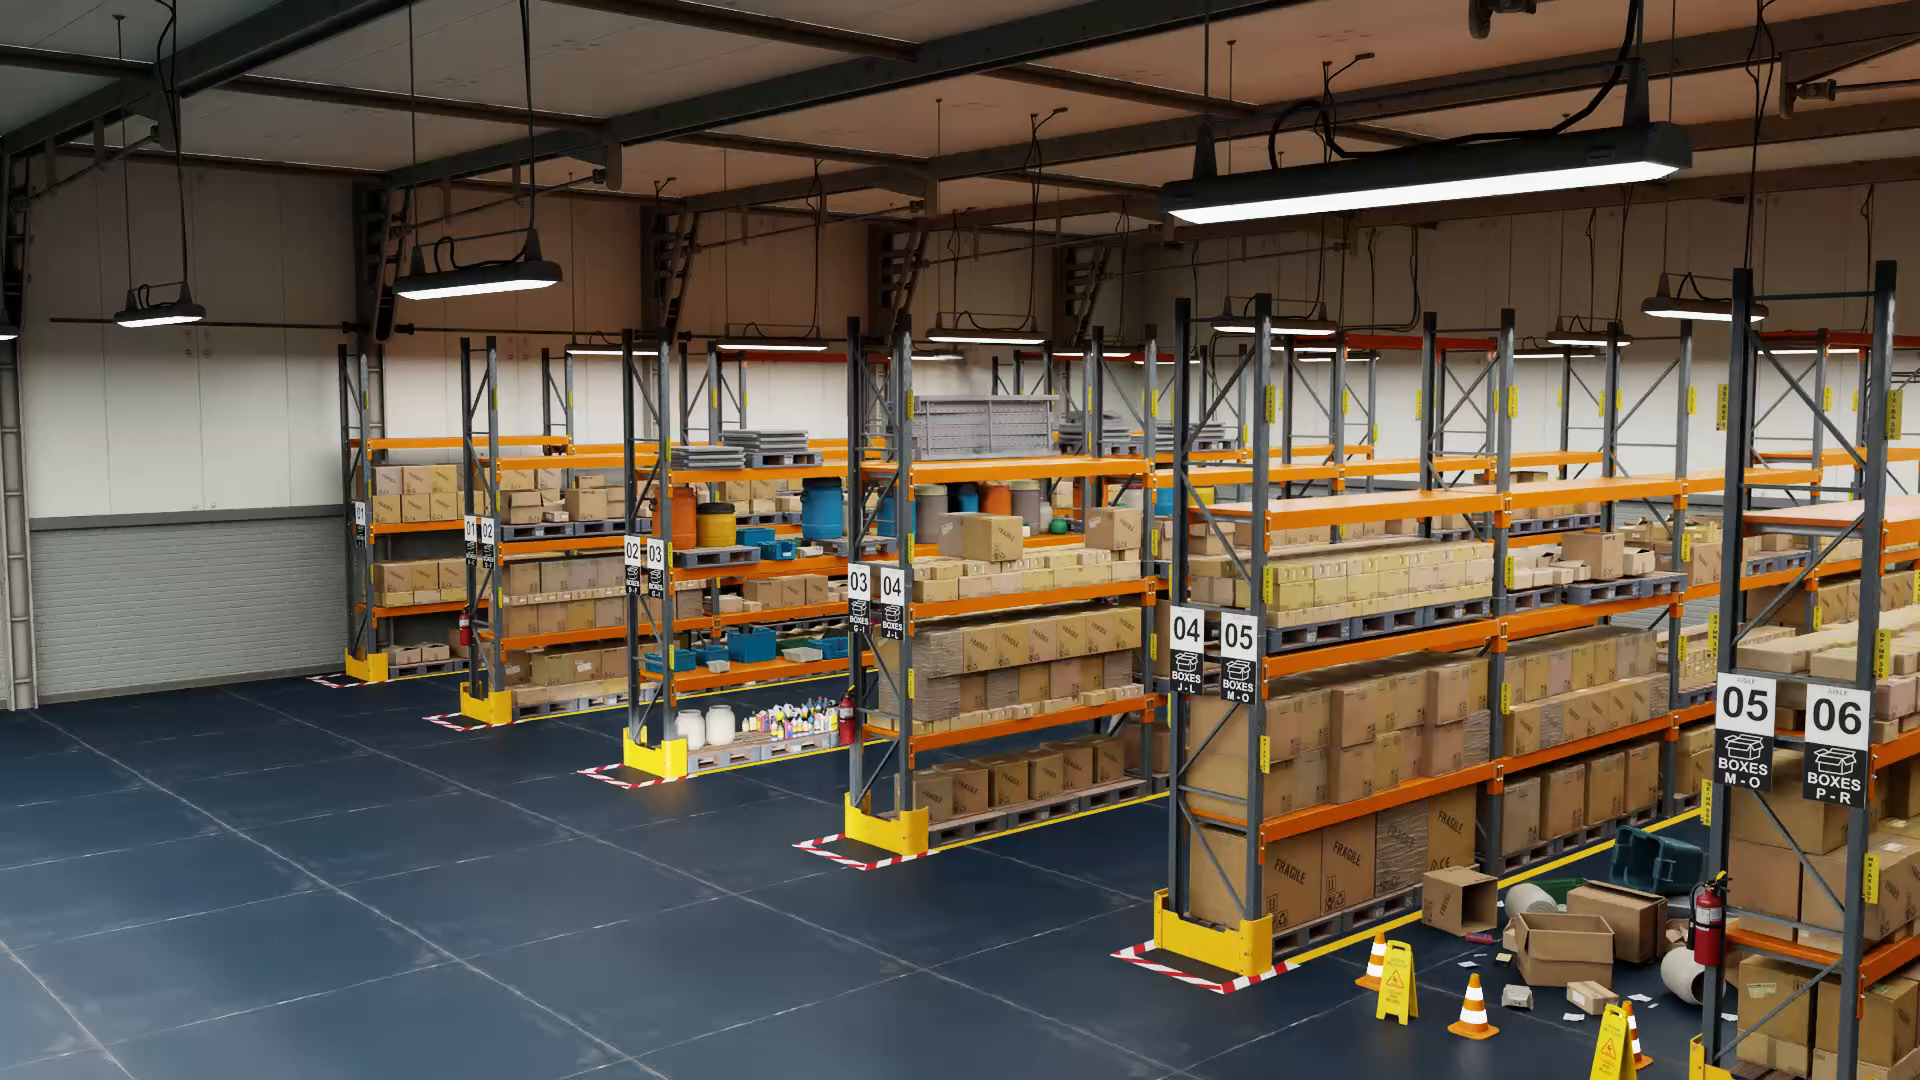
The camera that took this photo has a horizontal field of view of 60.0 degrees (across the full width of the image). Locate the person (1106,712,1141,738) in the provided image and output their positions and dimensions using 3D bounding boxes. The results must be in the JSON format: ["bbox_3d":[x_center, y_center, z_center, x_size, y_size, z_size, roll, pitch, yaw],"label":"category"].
[{"bbox_3d":[2.344,2.148,23.871,0.734,1.774,1.073,4,7,41],"label":"person"}]
